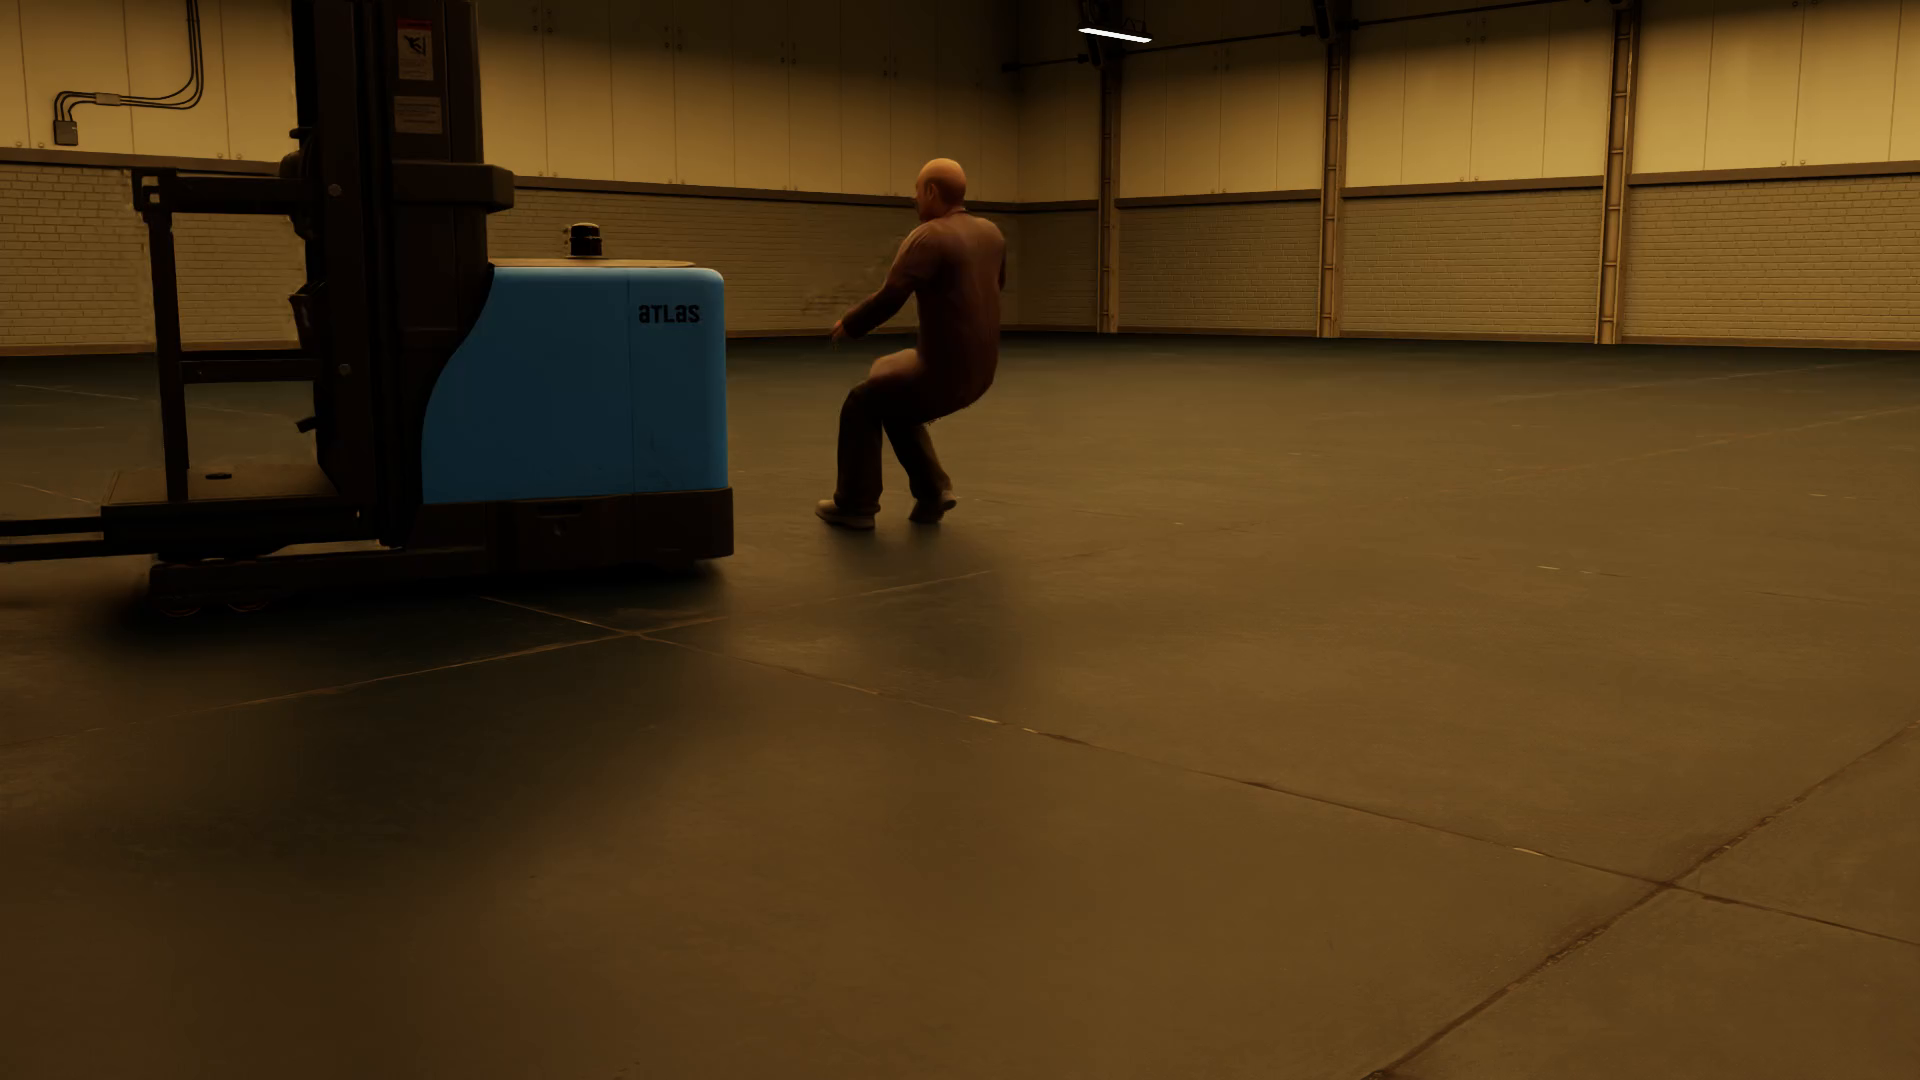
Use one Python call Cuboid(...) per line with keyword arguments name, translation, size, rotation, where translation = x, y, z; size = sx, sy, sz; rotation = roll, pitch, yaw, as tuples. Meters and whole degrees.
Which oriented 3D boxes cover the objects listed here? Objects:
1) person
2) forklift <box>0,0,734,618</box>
Cuboid(name="person", translation=(-0.271, -0.766, 6.883), size=(0.909, 1.564, 0.865), rotation=(4, 10, 27))
Cuboid(name="forklift", translation=(-2.366, -1.299, 5.498), size=(3.031, 2.935, 1.130), rotation=(-4, 9, -24))
